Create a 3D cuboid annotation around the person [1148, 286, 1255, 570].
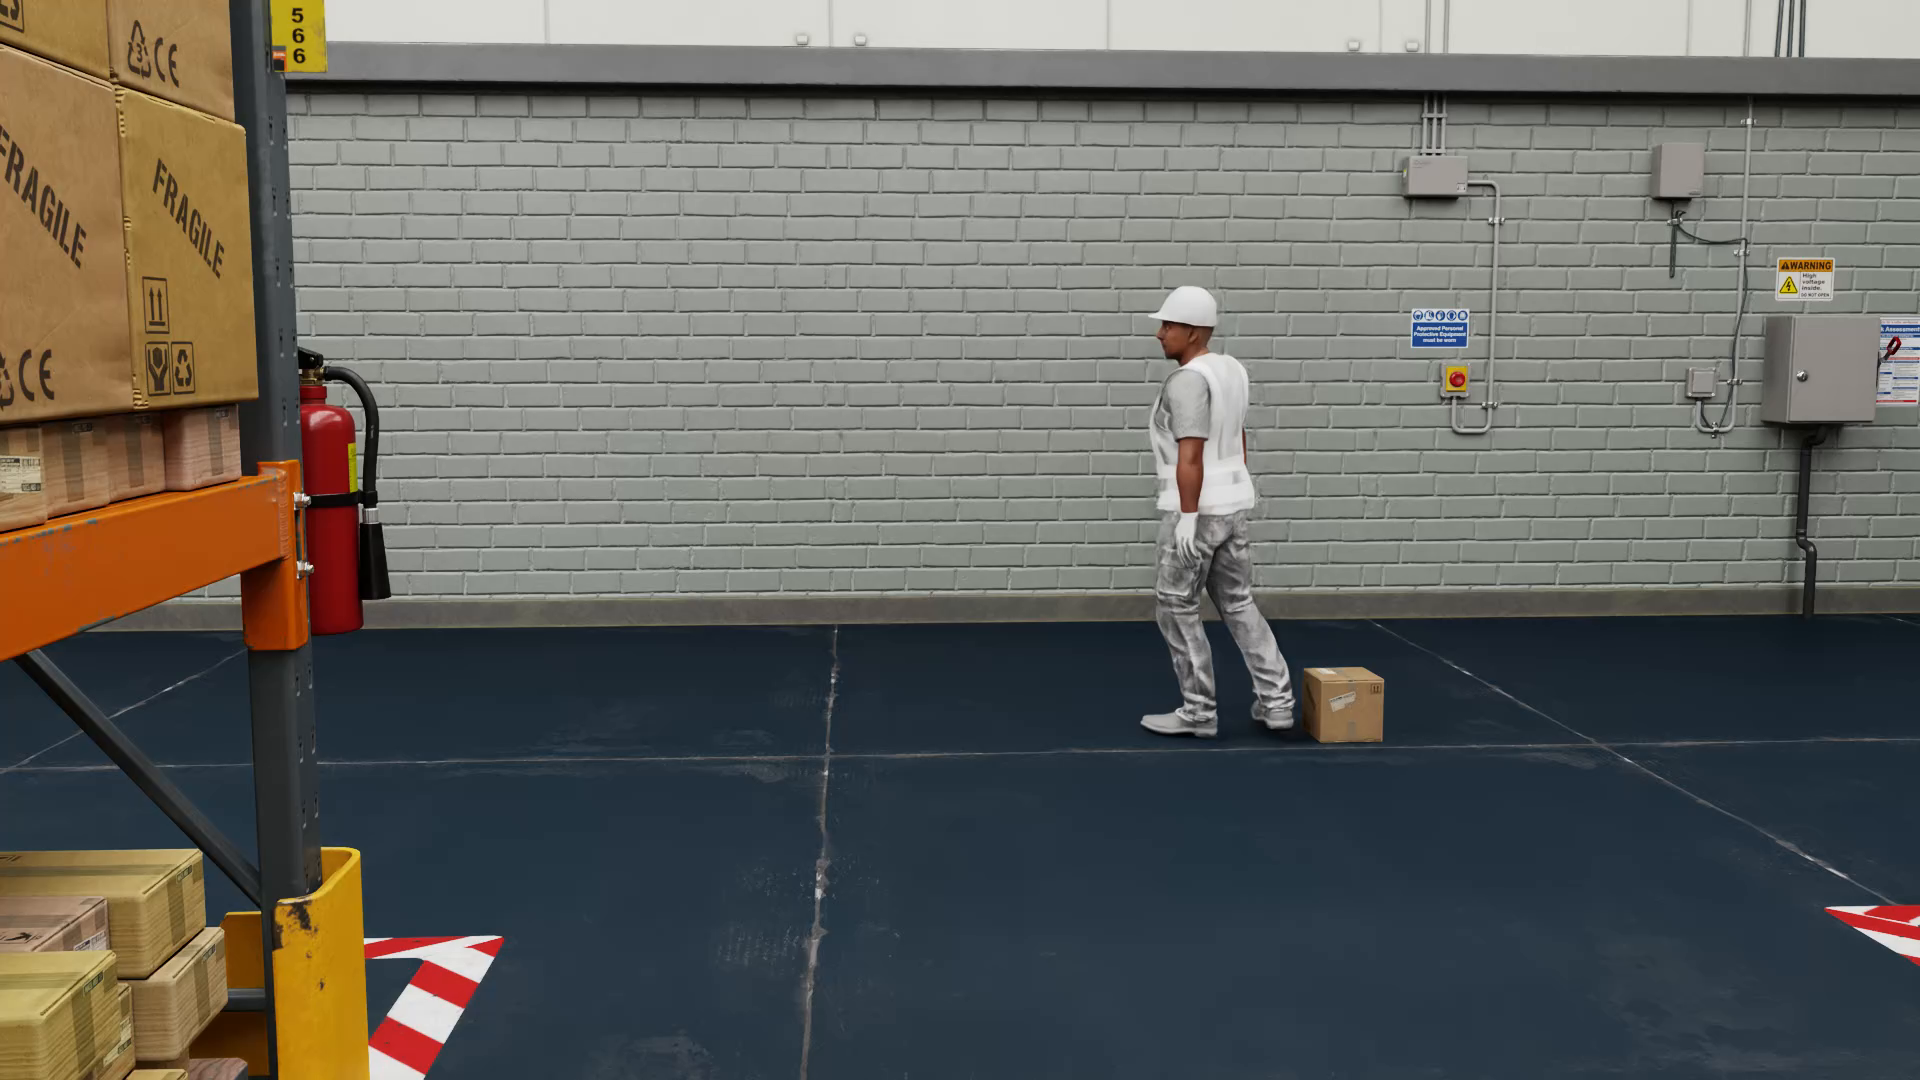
[{"bbox_3d":[0.953,-0.450,6.534,0.385,1.082,0.589,5,8,34],"label":"person"}]
